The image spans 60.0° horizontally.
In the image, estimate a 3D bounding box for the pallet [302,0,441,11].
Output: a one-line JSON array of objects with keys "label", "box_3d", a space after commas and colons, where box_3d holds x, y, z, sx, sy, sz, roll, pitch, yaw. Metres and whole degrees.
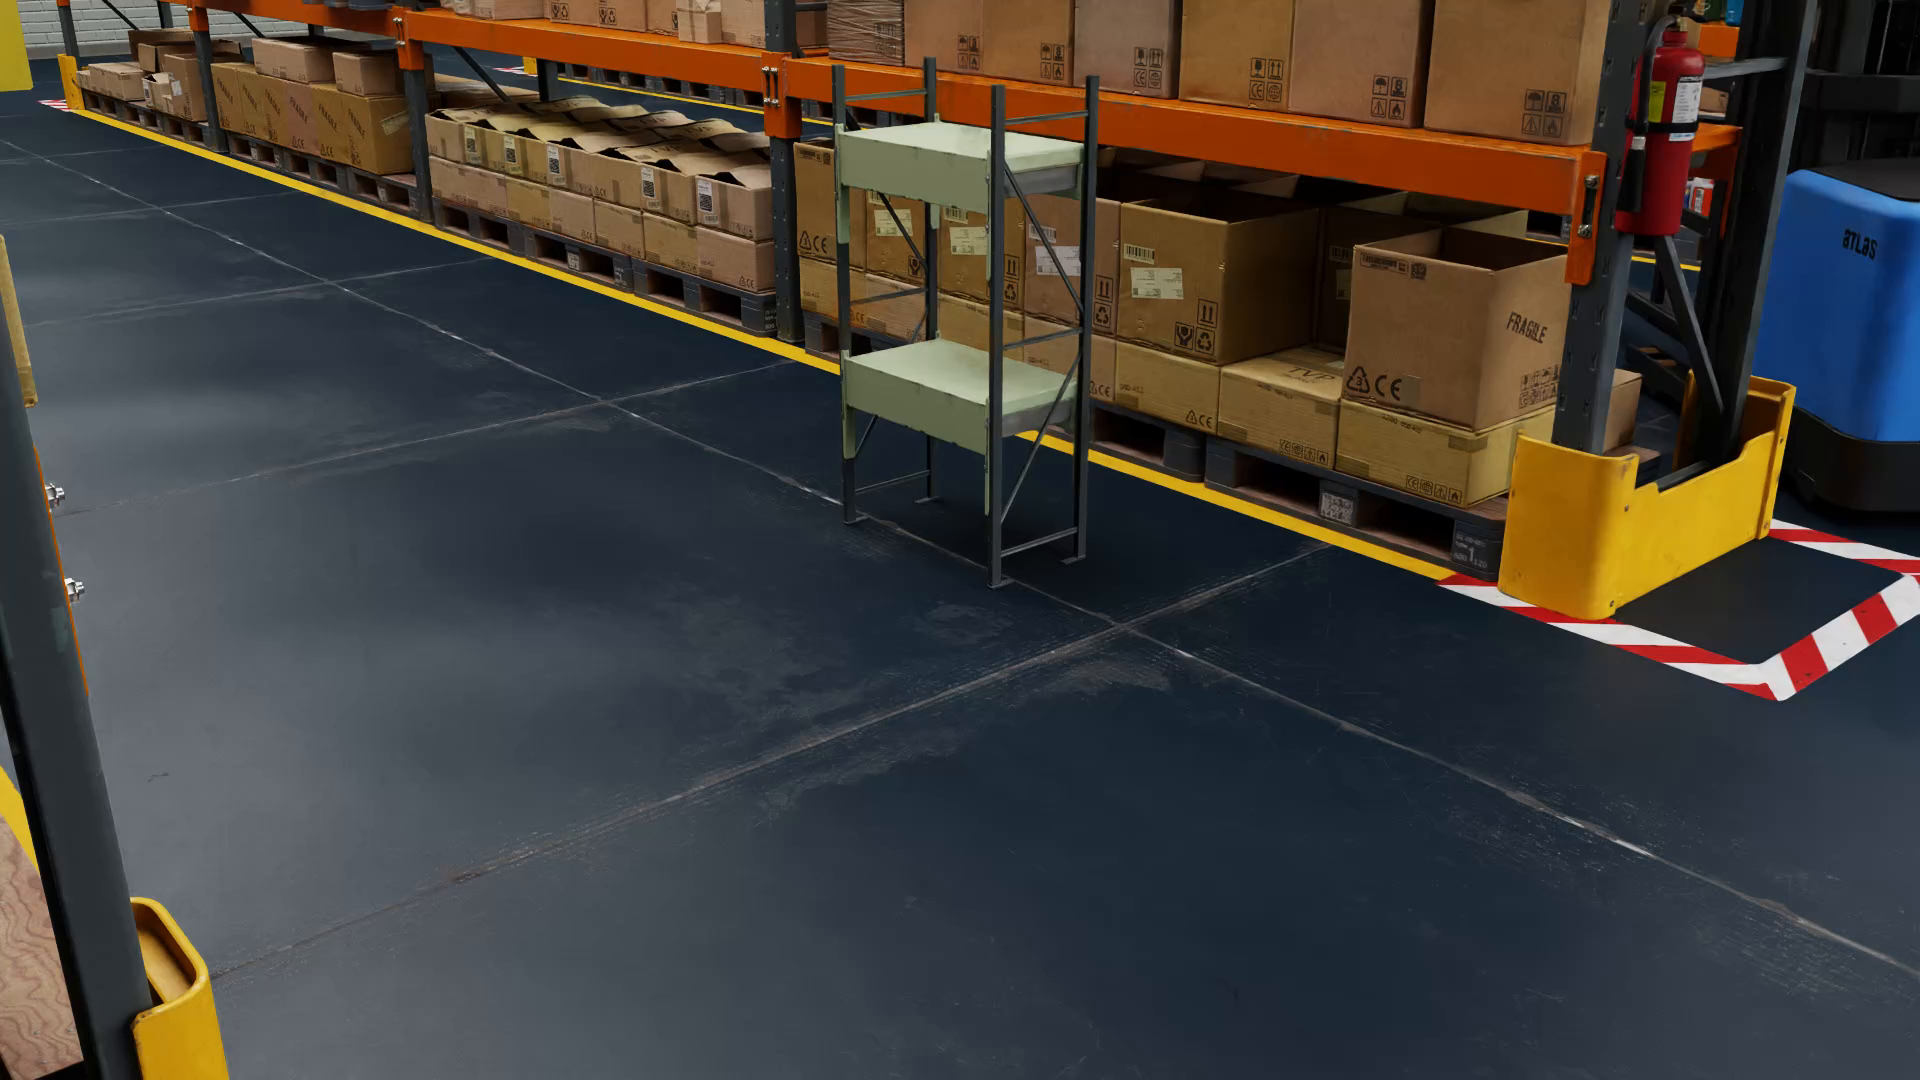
[{"label": "pallet", "box_3d": [-3.558, -3.635, 10.914, 1.213, 0.211, 1.003, -17, 27, -37]}]

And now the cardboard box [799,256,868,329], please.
[{"label": "cardboard box", "box_3d": [-0.378, -1.163, 7.535, 0.500, 0.250, 0.500, -17, 27, -37]}]

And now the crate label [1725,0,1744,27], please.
[{"label": "crate label", "box_3d": [4.509, -2.982, 8.936, 0.502, 0.435, 0.616, -17, 27, -37]}]

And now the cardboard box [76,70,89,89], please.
[{"label": "cardboard box", "box_3d": [-8.271, -4.444, 16.022, 0.380, 0.149, 0.250, -17, 27, -37]}]

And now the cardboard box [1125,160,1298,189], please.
[{"label": "cardboard box", "box_3d": [1.001, -1.224, 6.661, 0.500, 0.500, 0.500, -17, 27, -37]}]

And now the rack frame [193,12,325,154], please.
[{"label": "rack frame", "box_3d": [-5.673, -4.658, 13.265, 1.000, 3.000, 0.127, -17, 27, -37]}]

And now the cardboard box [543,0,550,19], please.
[{"label": "cardboard box", "box_3d": [-2.187, -3.097, 9.624, 0.380, 0.149, 0.250, -15, 26, -34]}]

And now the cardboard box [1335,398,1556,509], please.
[{"label": "cardboard box", "box_3d": [1.586, -0.336, 5.424, 0.500, 0.250, 0.500, -17, 27, -37]}]

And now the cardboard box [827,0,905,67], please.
[{"label": "cardboard box", "box_3d": [-0.157, -2.374, 7.294, 0.700, 0.500, 0.500, -18, 28, -39]}]

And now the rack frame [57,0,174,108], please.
[{"label": "rack frame", "box_3d": [-8.284, -5.764, 16.086, 1.000, 3.000, 0.127, -17, 27, -37]}]

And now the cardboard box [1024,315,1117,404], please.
[{"label": "cardboard box", "box_3d": [0.598, -0.748, 6.474, 0.500, 0.250, 0.500, -17, 27, -37]}]

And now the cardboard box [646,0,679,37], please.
[{"label": "cardboard box", "box_3d": [-1.284, -2.856, 8.527, 0.500, 0.500, 0.500, -15, 26, -34]}]

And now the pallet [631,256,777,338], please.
[{"label": "pallet", "box_3d": [-0.961, -1.344, 8.626, 1.003, 0.211, 1.213, -17, 27, -37]}]

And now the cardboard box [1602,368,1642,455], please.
[{"label": "cardboard box", "box_3d": [1.978, -0.459, 5.738, 0.500, 0.250, 0.500, -17, 27, -37]}]

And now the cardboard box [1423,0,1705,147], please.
[{"label": "cardboard box", "box_3d": [1.865, -1.522, 5.119, 0.700, 0.500, 0.500, -17, 27, -37]}]

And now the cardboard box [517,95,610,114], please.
[{"label": "cardboard box", "box_3d": [-2.534, -2.644, 10.546, 0.500, 0.311, 0.500, -17, 27, -36]}]

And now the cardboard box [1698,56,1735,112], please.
[{"label": "cardboard box", "box_3d": [6.672, -4.021, 14.462, 0.500, 0.500, 0.700, 20, 29, 41]}]

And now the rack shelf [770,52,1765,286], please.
[{"label": "rack shelf", "box_3d": [0.855, -1.561, 6.342, 1.077, 0.370, 4.000, -17, 27, -37]}]

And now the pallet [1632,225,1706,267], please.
[{"label": "pallet", "box_3d": [4.511, -1.795, 9.778, 1.003, 0.211, 1.213, -17, 27, -37]}]

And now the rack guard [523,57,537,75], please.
[{"label": "rack guard", "box_3d": [-4.555, -5.781, 19.559, 1.175, 0.500, 0.348, -17, 27, -37]}]

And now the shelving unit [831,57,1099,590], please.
[{"label": "shelving unit", "box_3d": [0.004, -0.697, 5.206, 0.431, 1.500, 0.755, -17, 27, -37]}]

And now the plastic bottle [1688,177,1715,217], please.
[{"label": "plastic bottle", "box_3d": [4.240, -1.937, 9.448, 0.152, 0.276, 0.135, -17, 27, -37]}]

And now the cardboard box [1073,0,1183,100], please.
[{"label": "cardboard box", "box_3d": [0.852, -1.949, 6.209, 0.700, 0.500, 0.500, -16, 27, -36]}]

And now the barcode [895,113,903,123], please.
[{"label": "barcode", "box_3d": [-0.302, -2.106, 8.255, 0.001, 0.075, 0.075, -17, 27, -37]}]

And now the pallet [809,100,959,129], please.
[{"label": "pallet", "box_3d": [-0.645, -3.978, 15.351, 1.003, 0.211, 1.213, -17, 27, -37]}]

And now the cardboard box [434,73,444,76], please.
[{"label": "cardboard box", "box_3d": [-4.157, -3.214, 12.401, 0.500, 0.500, 0.500, -19, 28, -39]}]

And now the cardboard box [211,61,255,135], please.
[{"label": "cardboard box", "box_3d": [-5.542, -3.508, 13.151, 0.500, 0.500, 0.500, -19, 28, -40]}]

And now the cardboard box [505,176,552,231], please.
[{"label": "cardboard box", "box_3d": [-2.270, -1.973, 9.603, 0.500, 0.250, 0.500, -18, 28, -39]}]

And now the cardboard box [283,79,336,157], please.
[{"label": "cardboard box", "box_3d": [-4.535, -3.083, 12.068, 0.500, 0.500, 0.500, -19, 28, -39]}]

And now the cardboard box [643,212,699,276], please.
[{"label": "cardboard box", "box_3d": [-1.270, -1.549, 8.521, 0.500, 0.250, 0.500, -18, 28, -38]}]

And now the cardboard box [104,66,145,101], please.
[{"label": "cardboard box", "box_3d": [-7.491, -4.194, 15.246, 0.500, 0.250, 0.500, -17, 27, -37]}]

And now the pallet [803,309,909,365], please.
[{"label": "pallet", "box_3d": [0.036, -0.920, 7.544, 1.003, 0.211, 1.213, -17, 27, -37]}]

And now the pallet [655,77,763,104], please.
[{"label": "pallet", "box_3d": [-2.427, -4.732, 17.277, 1.003, 0.211, 1.213, -17, 27, -37]}]

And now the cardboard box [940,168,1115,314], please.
[{"label": "cardboard box", "box_3d": [0.267, -1.234, 6.687, 0.500, 0.500, 0.500, -17, 27, -37]}]

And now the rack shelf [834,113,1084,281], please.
[{"label": "rack shelf", "box_3d": [0.004, -1.060, 5.063, 0.431, 0.370, 0.720, -17, 27, -37]}]

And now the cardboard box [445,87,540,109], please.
[{"label": "cardboard box", "box_3d": [-3.143, -2.788, 11.314, 0.500, 0.500, 0.500, -16, 27, -35]}]

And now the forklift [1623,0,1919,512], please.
[{"label": "forklift", "box_3d": [3.459, -1.943, 6.427, 1.130, 2.935, 3.031, 0, 21, 0]}]

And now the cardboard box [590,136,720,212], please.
[{"label": "cardboard box", "box_3d": [-1.601, -1.949, 8.772, 0.500, 0.311, 0.500, -18, 27, -38]}]

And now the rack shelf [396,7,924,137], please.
[{"label": "rack shelf", "box_3d": [-1.756, -2.666, 9.164, 1.077, 0.370, 4.000, -17, 27, -37]}]

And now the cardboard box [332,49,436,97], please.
[{"label": "cardboard box", "box_3d": [-3.890, -3.161, 11.236, 0.500, 0.250, 0.500, -16, 27, -35]}]

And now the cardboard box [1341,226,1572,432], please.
[{"label": "cardboard box", "box_3d": [1.585, -0.685, 5.286, 0.500, 0.500, 0.500, -17, 27, -37]}]

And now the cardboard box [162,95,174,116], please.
[{"label": "cardboard box", "box_3d": [-6.550, -3.715, 14.162, 0.380, 0.149, 0.250, -17, 27, -37]}]

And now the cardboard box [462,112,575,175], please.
[{"label": "cardboard box", "box_3d": [-2.593, -2.372, 9.853, 0.500, 0.311, 0.500, -18, 28, -39]}]

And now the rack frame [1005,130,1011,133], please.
[{"label": "rack frame", "box_3d": [0.693, -4.732, 13.451, 1.000, 3.000, 0.127, -17, 27, -37]}]

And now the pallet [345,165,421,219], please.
[{"label": "pallet", "box_3d": [-3.521, -2.470, 11.501, 1.003, 0.211, 1.213, -17, 27, -37]}]

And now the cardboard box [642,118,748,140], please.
[{"label": "cardboard box", "box_3d": [-1.537, -2.223, 9.471, 0.500, 0.311, 0.500, -17, 27, -36]}]

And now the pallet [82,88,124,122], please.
[{"label": "pallet", "box_3d": [-7.713, -4.224, 15.980, 1.003, 0.211, 1.213, -17, 27, -37]}]
